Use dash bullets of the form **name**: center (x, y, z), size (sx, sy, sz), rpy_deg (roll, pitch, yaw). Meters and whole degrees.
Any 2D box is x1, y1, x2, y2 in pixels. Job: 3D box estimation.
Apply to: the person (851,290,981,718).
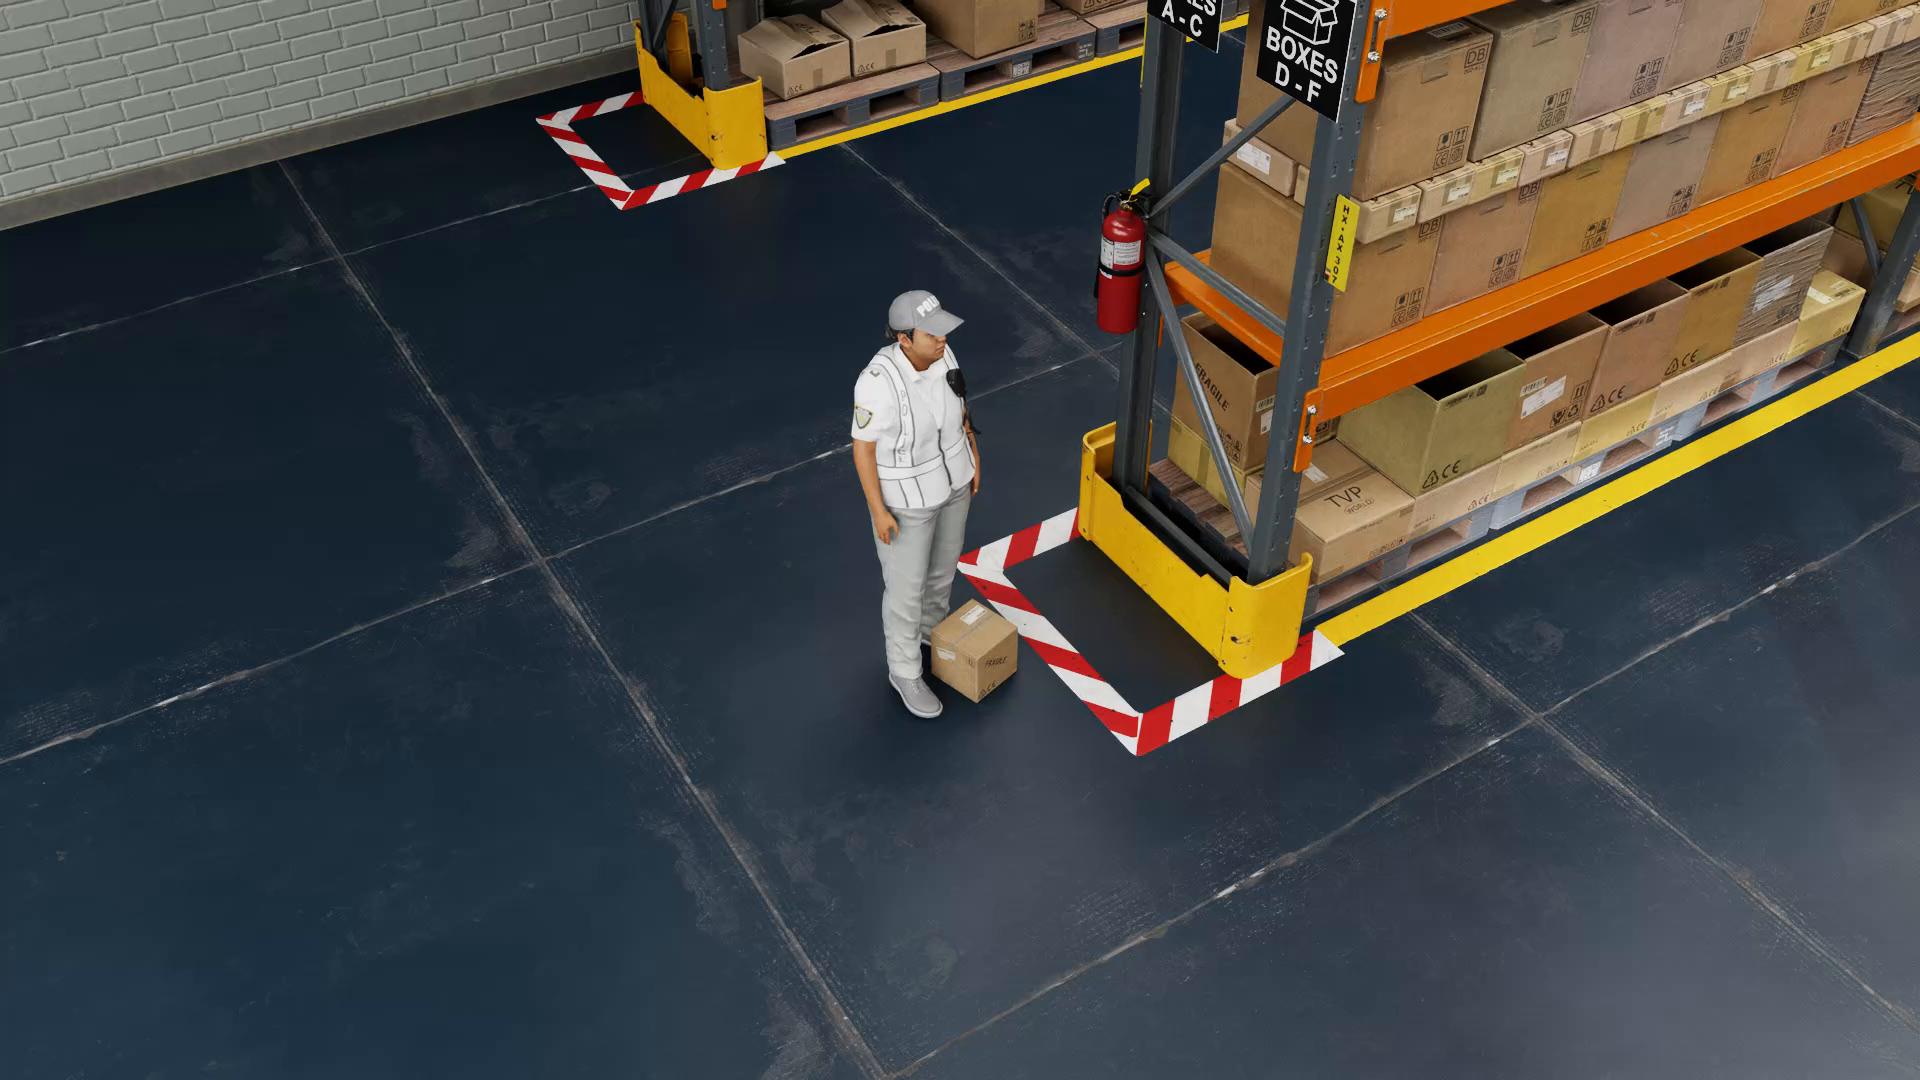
- **person**: center (-0.108, -0.158, 6.322), size (0.529, 1.670, 0.598), rpy_deg (32, 50, 32)
